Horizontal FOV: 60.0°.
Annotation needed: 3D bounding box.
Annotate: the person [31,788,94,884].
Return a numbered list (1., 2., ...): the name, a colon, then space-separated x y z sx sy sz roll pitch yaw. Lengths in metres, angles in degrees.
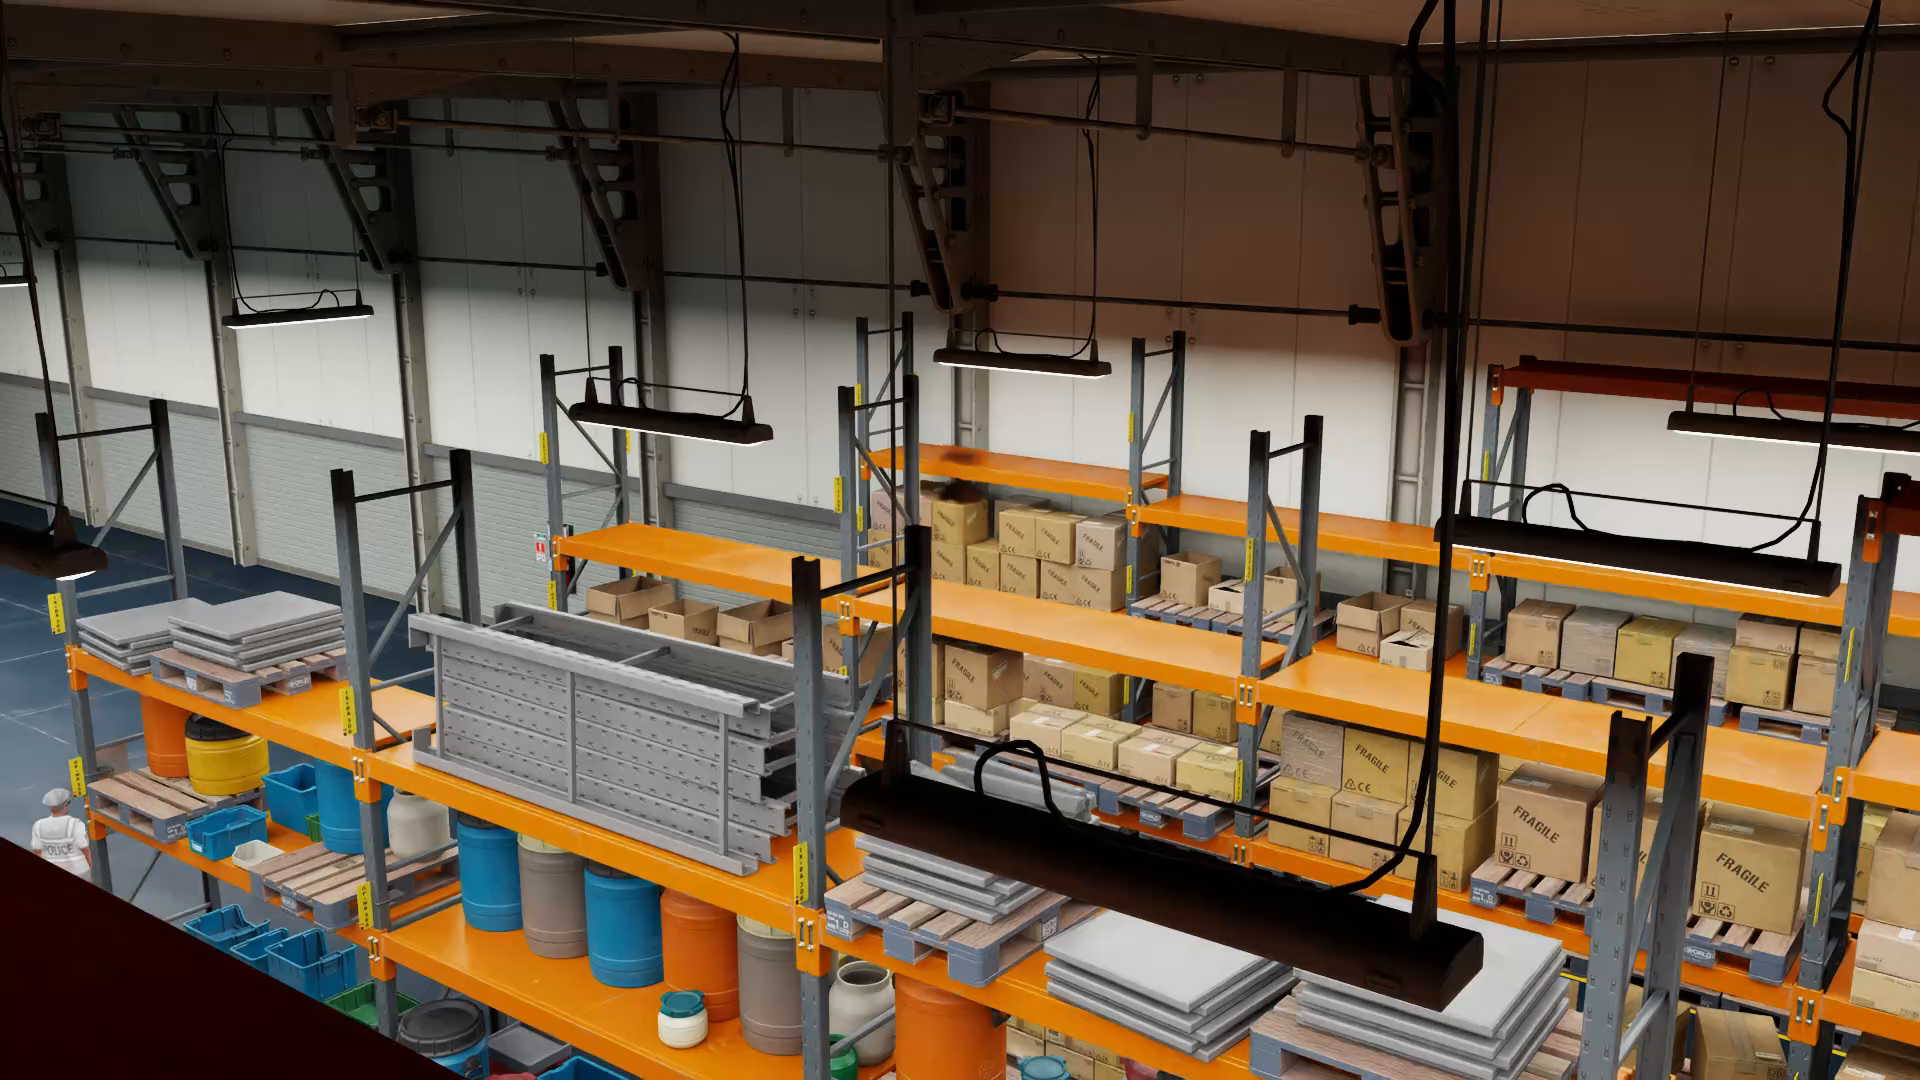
1. person: -9.028 3.358 16.836 0.589 1.779 0.421 -4 14 -16
